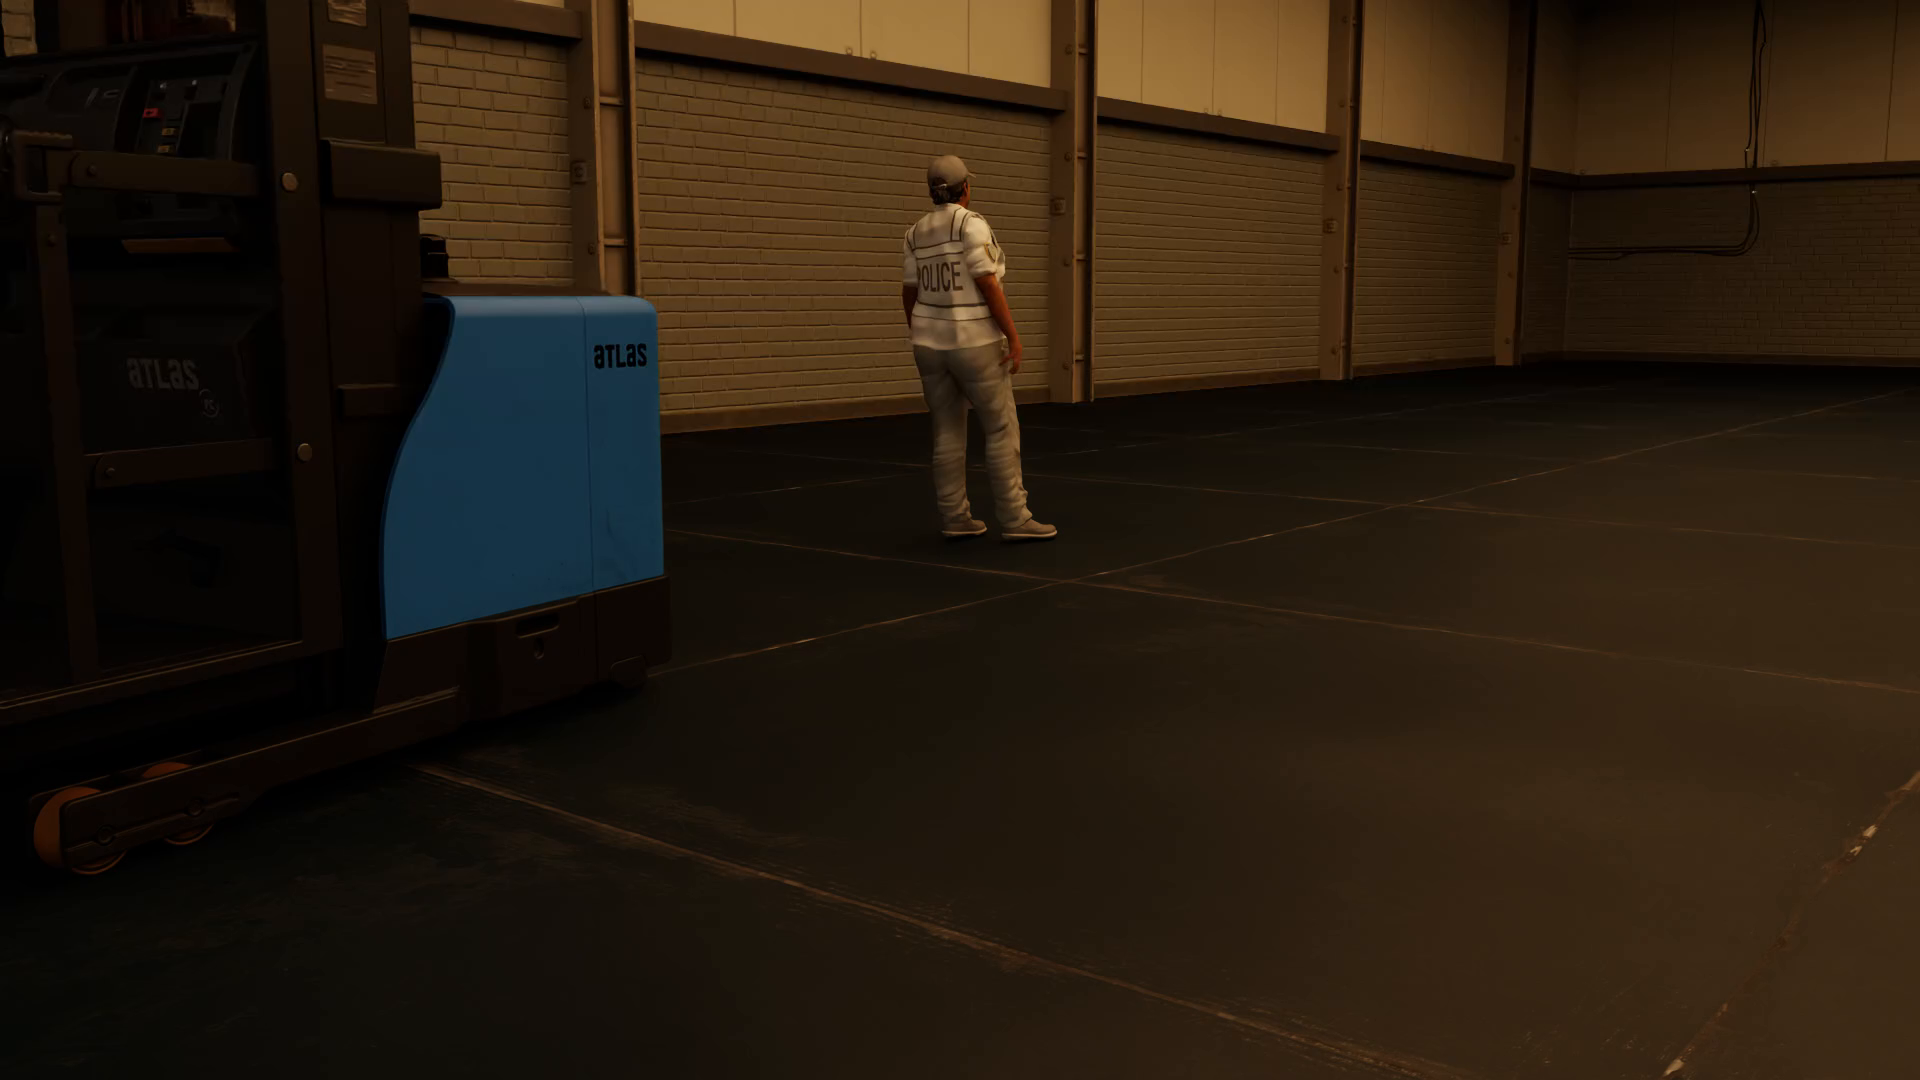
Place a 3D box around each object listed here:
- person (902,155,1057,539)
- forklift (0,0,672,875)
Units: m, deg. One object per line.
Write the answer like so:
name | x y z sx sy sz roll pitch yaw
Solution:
person | 0.066 -0.838 7.328 0.598 1.670 0.529 7 11 38
forklift | -1.949 -0.896 3.404 1.130 2.935 3.031 4 9 28
